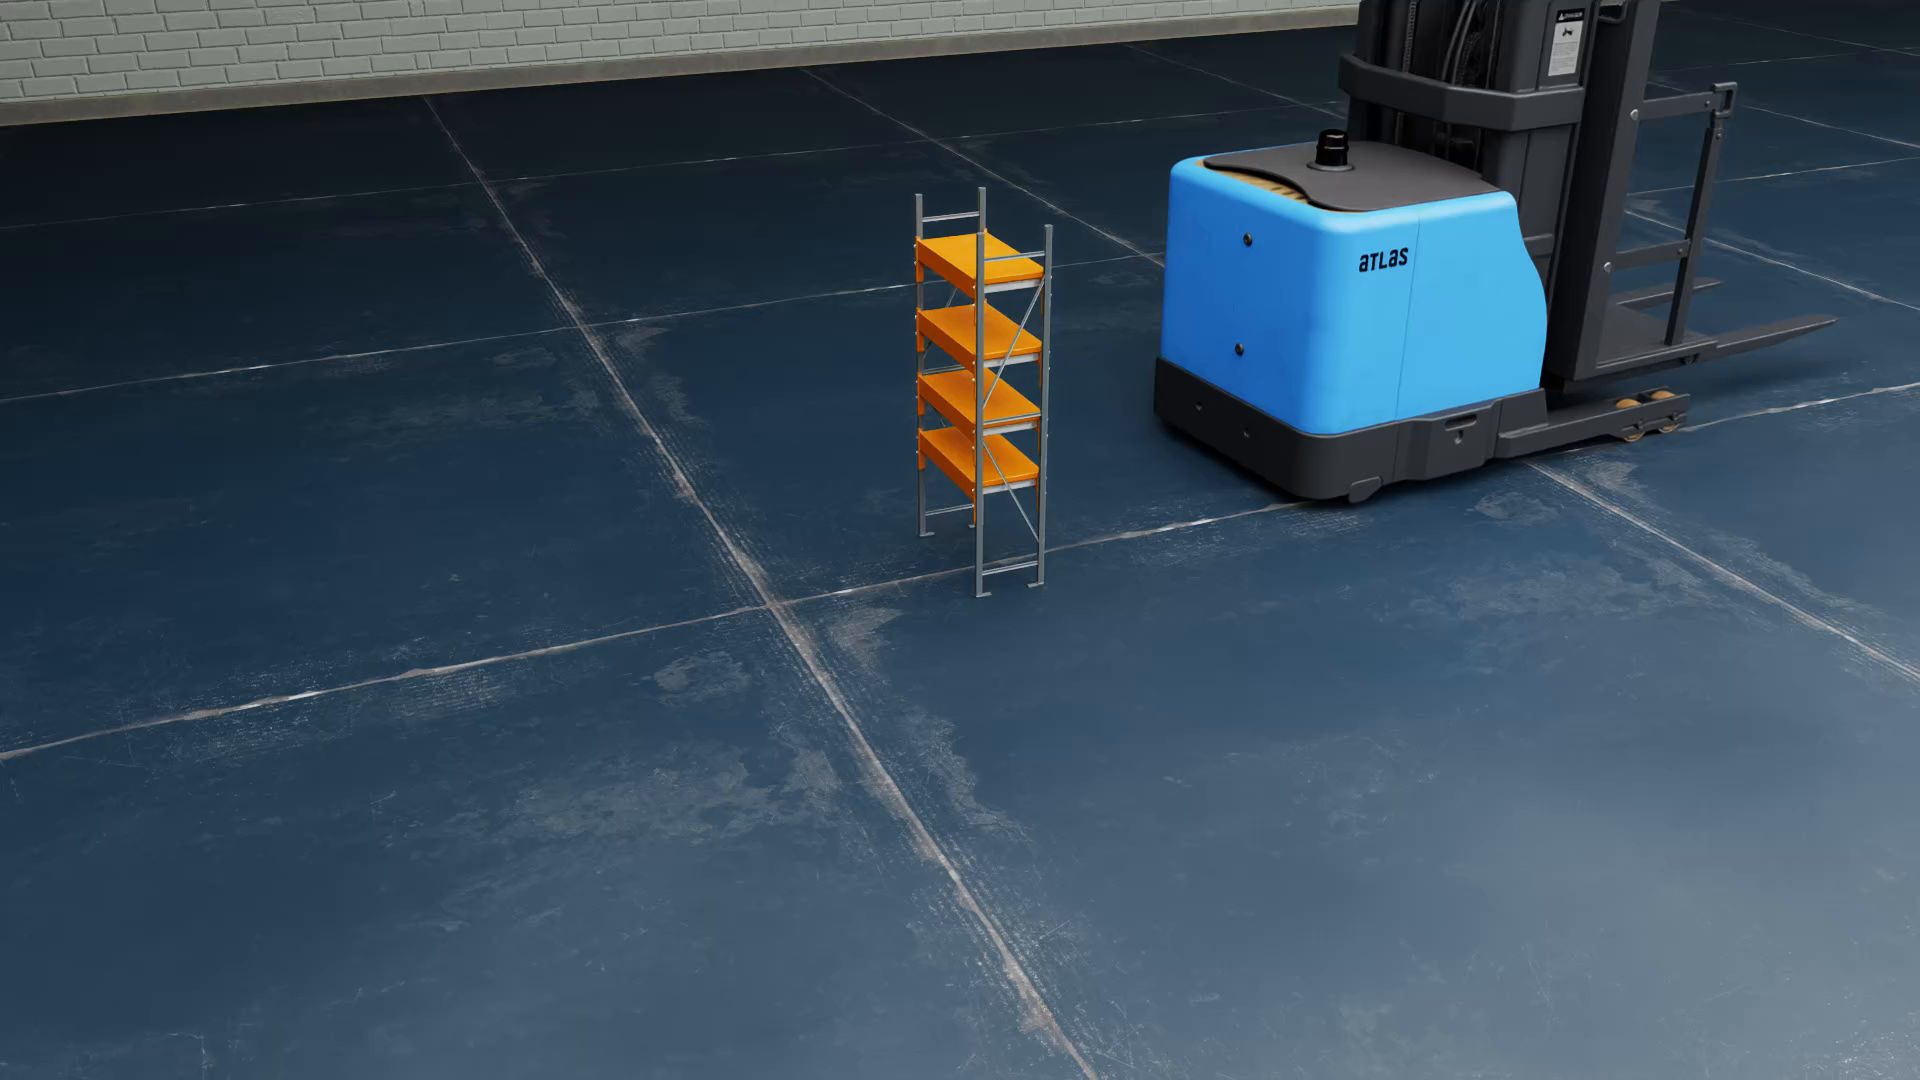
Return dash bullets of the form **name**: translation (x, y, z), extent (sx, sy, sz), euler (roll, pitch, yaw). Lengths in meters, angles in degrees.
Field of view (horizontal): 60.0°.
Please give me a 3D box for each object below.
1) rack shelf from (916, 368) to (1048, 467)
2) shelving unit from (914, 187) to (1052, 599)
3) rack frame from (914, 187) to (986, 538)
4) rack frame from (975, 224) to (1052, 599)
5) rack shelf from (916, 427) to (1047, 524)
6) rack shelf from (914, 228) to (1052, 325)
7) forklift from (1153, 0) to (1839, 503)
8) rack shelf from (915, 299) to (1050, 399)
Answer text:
- **rack shelf**: translation (0.065, -0.412, 5.379), extent (0.258, 0.148, 0.480), euler (-11, 28, -21)
- **shelving unit**: translation (0.065, -0.472, 5.350), extent (0.258, 1.200, 0.503), euler (-11, 28, -21)
- **rack frame**: translation (-0.031, -0.571, 5.552), extent (0.240, 1.200, 0.015), euler (-11, 28, -21)
- **rack frame**: translation (0.160, -0.374, 5.148), extent (0.240, 1.200, 0.015), euler (-11, 28, -21)
- **rack shelf**: translation (0.065, -0.233, 5.467), extent (0.258, 0.148, 0.480), euler (-11, 28, -21)
- **rack shelf**: translation (0.065, -0.825, 5.177), extent (0.258, 0.148, 0.480), euler (-11, 28, -21)
- **forklift**: translation (2.318, -1.893, 6.287), extent (3.031, 2.935, 1.130), euler (-13, 29, -25)
- **rack shelf**: translation (0.065, -0.613, 5.281), extent (0.258, 0.148, 0.480), euler (-11, 28, -21)
